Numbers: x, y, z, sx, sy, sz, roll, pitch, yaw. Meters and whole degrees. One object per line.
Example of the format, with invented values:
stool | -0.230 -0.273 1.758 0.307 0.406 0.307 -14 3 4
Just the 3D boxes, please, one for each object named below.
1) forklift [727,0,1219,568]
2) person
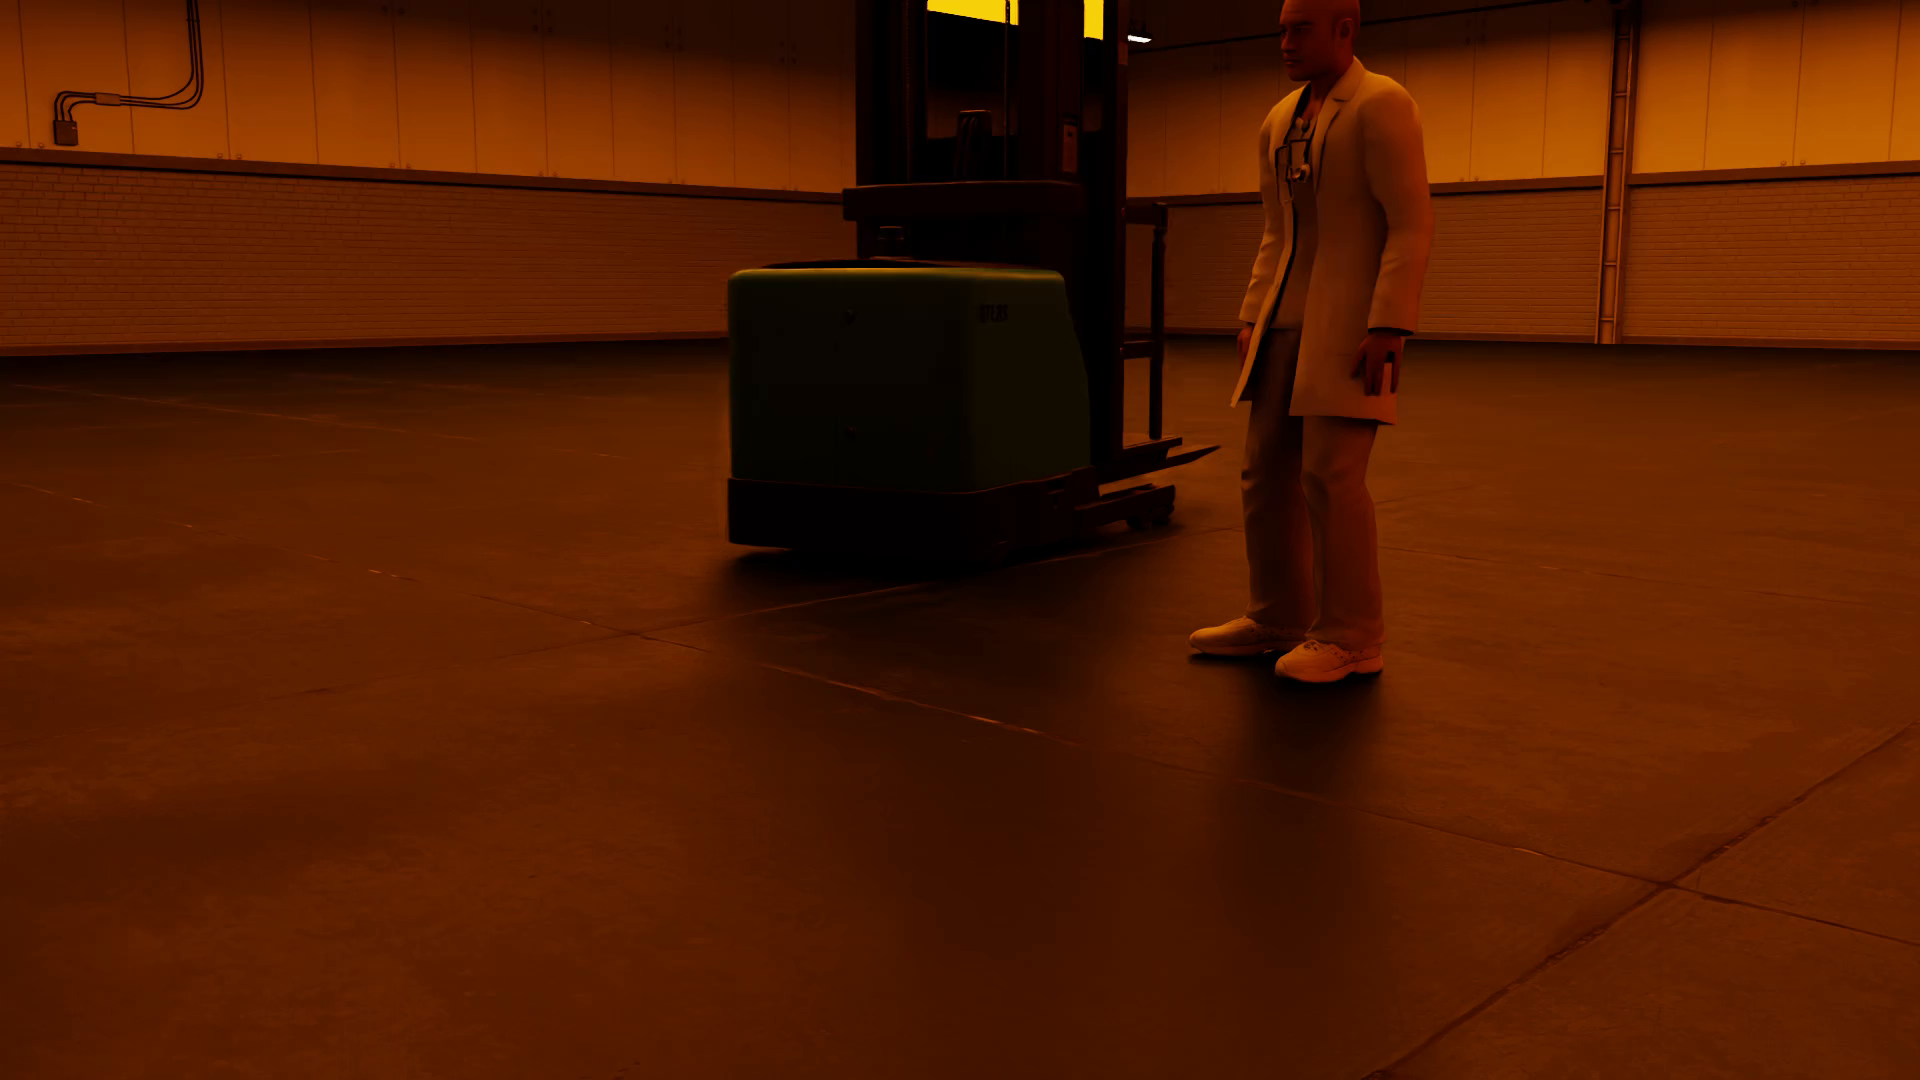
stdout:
forklift | 0.285 -1.530 7.038 1.130 2.935 3.031 5 10 28
person | 0.938 -0.536 4.322 0.429 1.772 0.643 -4 9 -25
